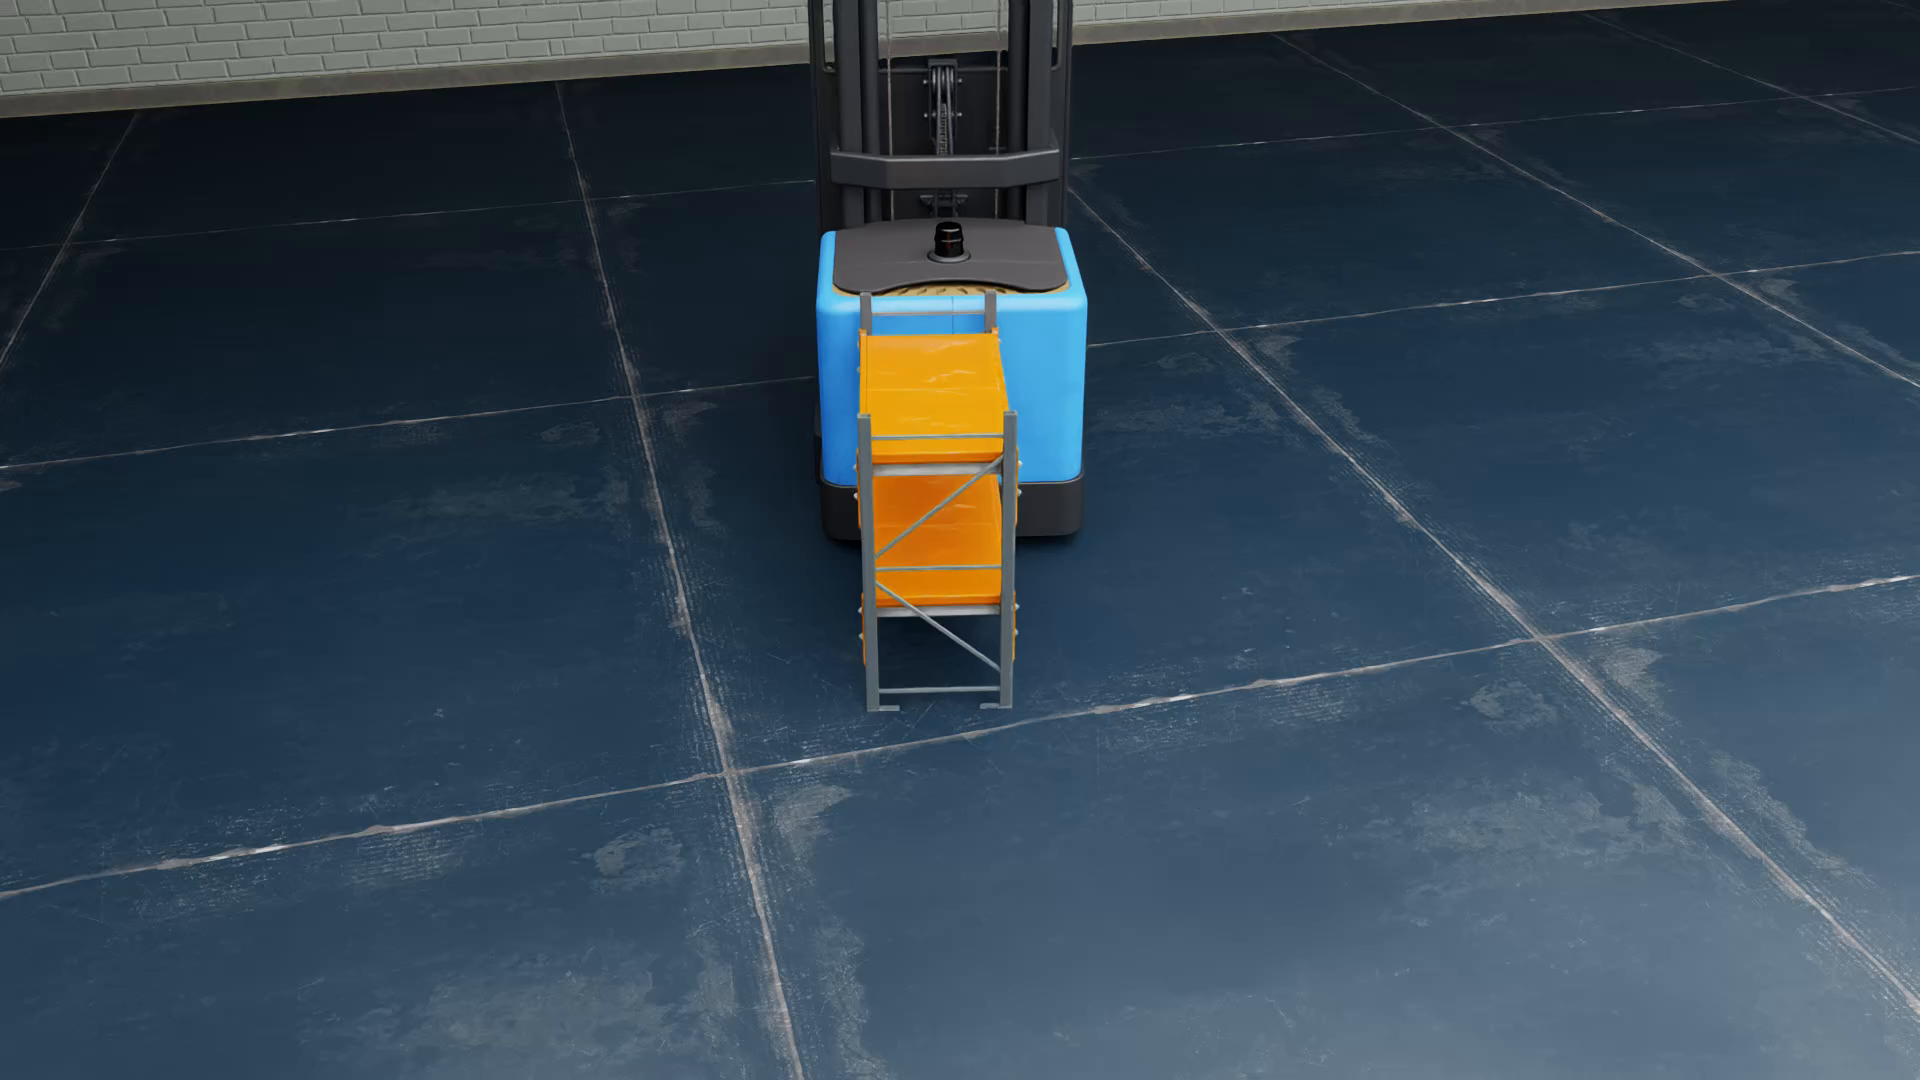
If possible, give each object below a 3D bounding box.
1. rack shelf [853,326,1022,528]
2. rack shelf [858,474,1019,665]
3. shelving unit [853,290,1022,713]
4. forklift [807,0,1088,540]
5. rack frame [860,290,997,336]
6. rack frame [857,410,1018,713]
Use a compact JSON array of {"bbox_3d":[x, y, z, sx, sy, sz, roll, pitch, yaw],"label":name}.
[{"bbox_3d":[-0.093,-0.413,5.756,0.538,0.278,1.000,-1,30,-2],"label":"rack shelf"},{"bbox_3d":[-0.093,0.052,6.026,0.538,0.278,1.000,-1,30,-2],"label":"rack shelf"},{"bbox_3d":[-0.093,-0.160,5.903,0.538,1.125,1.048,-1,30,-2],"label":"shelving unit"},{"bbox_3d":[-0.092,-1.971,7.230,1.130,2.935,3.031,-1,30,-2],"label":"forklift"},{"bbox_3d":[-0.115,-0.414,6.343,0.500,1.125,0.032,-1,30,-2],"label":"rack frame"},{"bbox_3d":[-0.070,0.095,5.464,0.500,1.125,0.032,-1,30,-2],"label":"rack frame"}]
